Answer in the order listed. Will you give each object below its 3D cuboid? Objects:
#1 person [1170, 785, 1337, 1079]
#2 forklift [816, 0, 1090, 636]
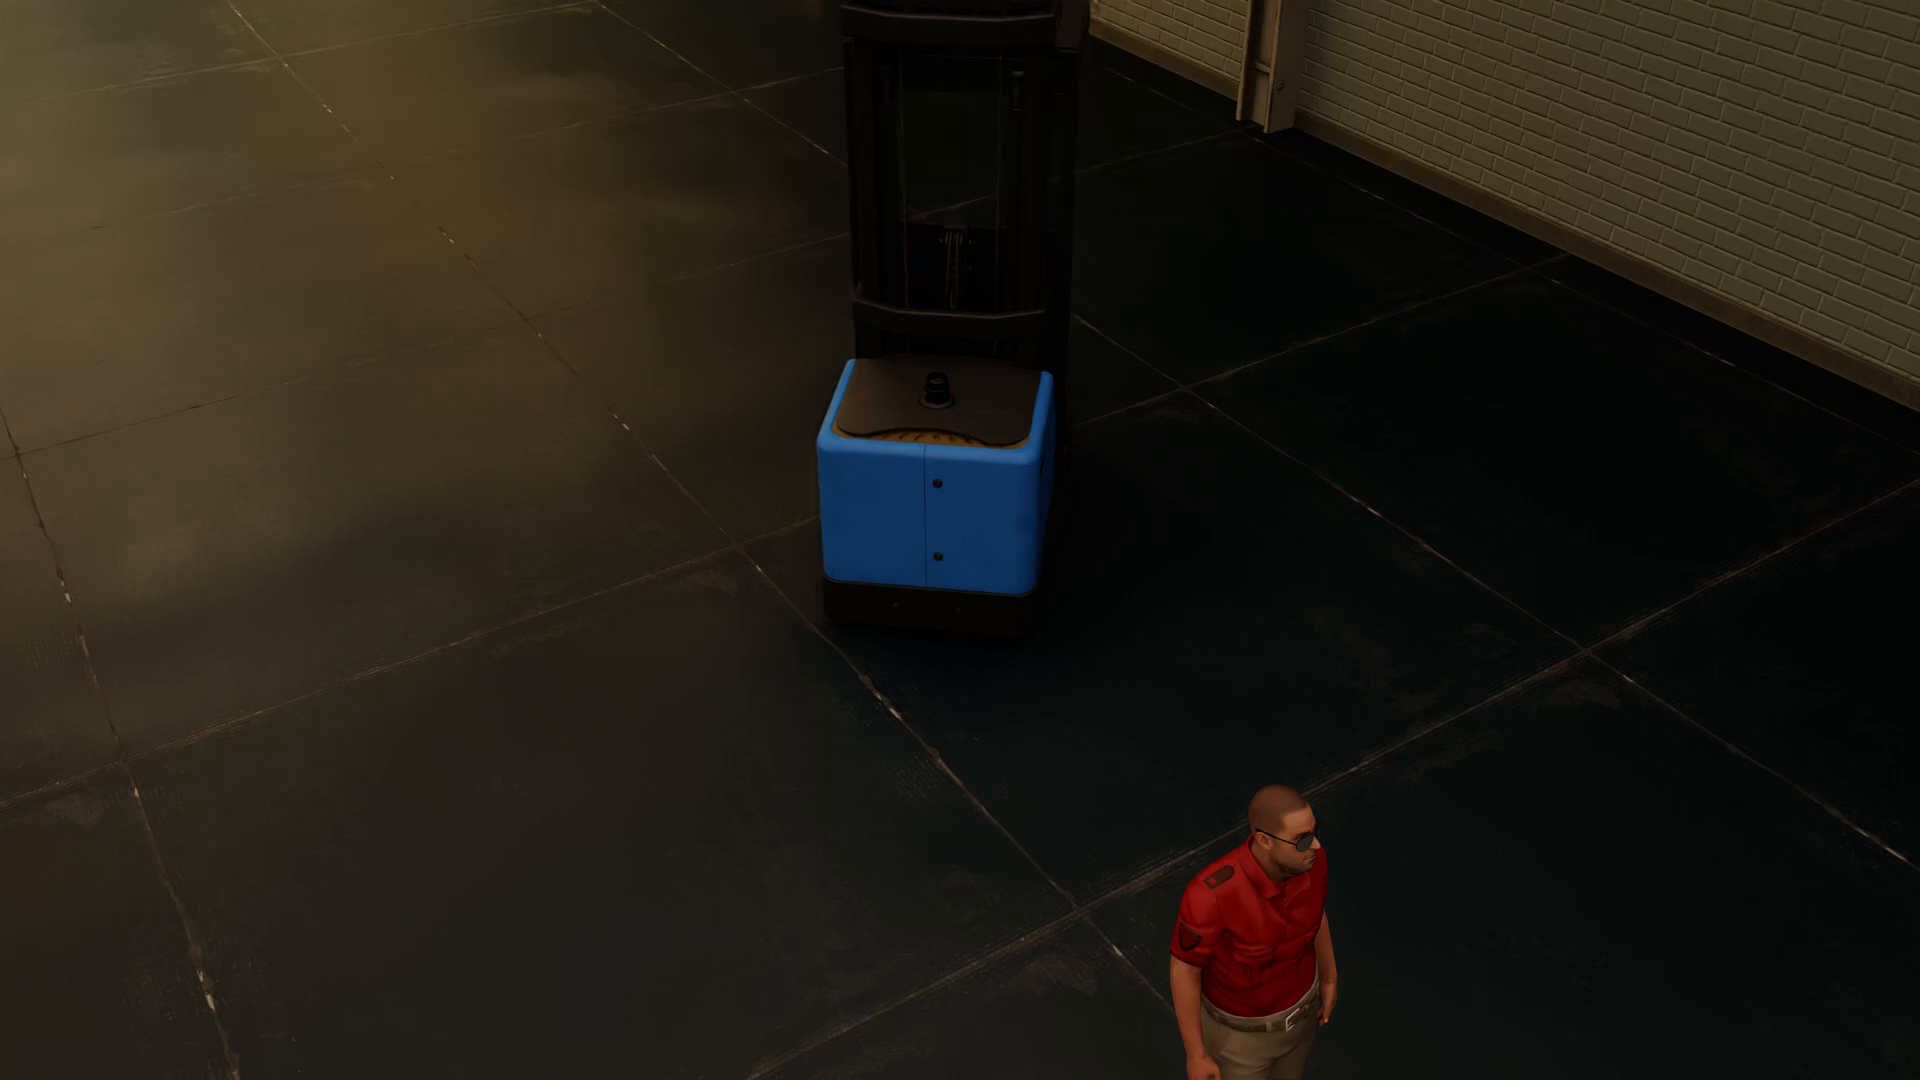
[{"bbox_3d":[0.956,1.504,5.042,0.640,1.727,0.551,-23,41,-29],"label":"person"},{"bbox_3d":[0.040,-1.576,8.391,1.130,2.935,3.031,4,35,6],"label":"forklift"}]
